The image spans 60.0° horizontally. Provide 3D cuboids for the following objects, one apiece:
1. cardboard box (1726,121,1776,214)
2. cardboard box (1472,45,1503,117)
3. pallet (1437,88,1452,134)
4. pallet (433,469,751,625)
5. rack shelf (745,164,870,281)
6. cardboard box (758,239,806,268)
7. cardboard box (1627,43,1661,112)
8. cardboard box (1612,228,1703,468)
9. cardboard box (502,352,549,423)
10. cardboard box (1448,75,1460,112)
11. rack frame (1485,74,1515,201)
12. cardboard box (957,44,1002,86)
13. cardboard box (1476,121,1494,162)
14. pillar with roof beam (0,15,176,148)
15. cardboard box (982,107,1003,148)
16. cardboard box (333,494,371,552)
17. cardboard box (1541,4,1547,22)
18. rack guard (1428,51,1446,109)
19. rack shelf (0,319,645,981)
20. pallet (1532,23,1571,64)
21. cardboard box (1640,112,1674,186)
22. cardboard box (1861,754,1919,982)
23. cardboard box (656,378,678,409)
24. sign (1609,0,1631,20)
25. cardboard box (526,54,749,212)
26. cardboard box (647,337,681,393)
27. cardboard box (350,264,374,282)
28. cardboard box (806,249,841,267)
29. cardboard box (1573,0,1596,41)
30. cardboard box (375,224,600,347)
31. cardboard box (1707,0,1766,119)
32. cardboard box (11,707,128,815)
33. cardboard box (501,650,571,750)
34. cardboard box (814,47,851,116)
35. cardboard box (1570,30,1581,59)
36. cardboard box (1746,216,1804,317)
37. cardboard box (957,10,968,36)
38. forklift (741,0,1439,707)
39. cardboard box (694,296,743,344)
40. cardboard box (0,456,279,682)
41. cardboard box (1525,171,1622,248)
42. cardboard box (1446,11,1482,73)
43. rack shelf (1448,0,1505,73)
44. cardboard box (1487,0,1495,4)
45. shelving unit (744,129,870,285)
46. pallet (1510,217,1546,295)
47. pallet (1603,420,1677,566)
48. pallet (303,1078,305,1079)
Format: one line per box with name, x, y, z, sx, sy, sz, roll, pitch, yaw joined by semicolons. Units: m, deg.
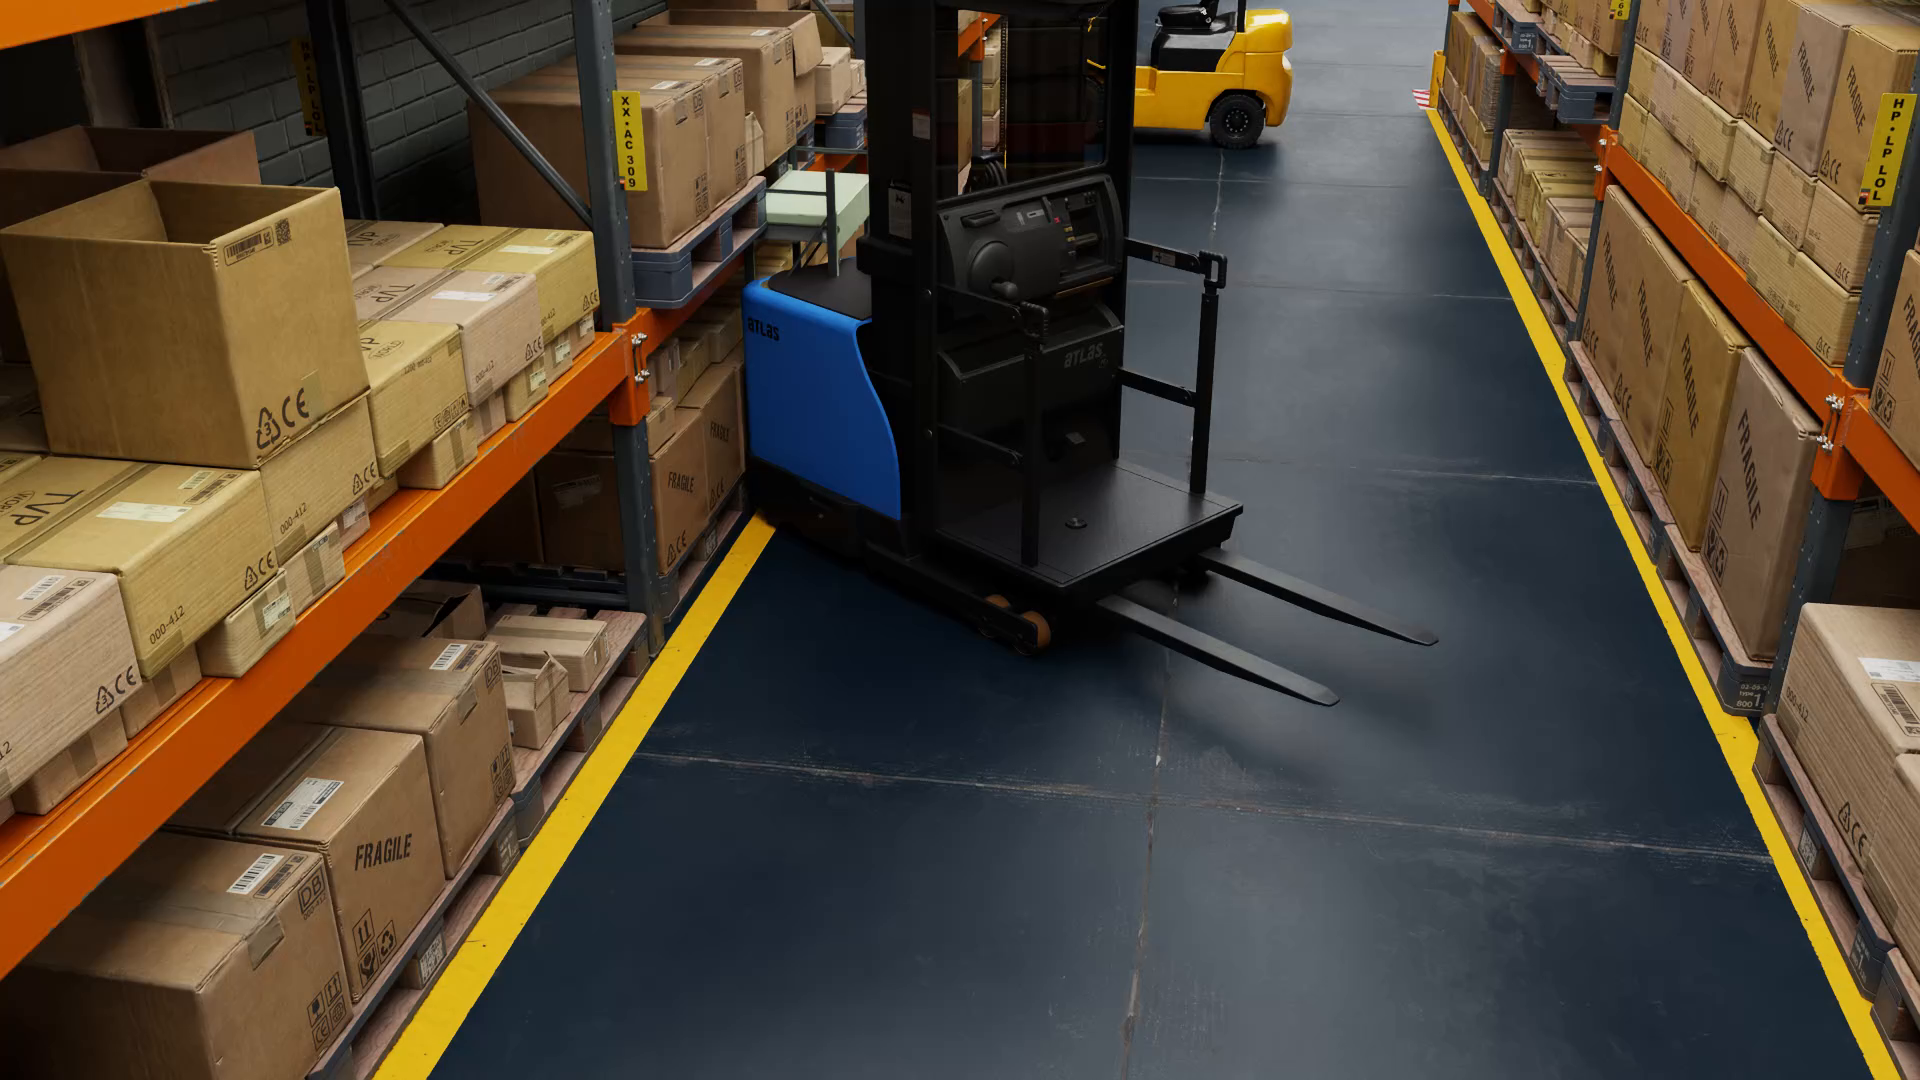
cardboard box;3.248;-1.409;6.308;0.500;0.250;0.500;5;25;10
cardboard box;4.484;-3.732;13.547;0.500;0.500;0.500;4;25;9
pallet;5.044;-4.009;15.566;1.003;0.211;1.213;4;25;9
pallet;-1.539;-0.044;7.096;1.003;0.211;1.213;4;25;9
rack shelf;-0.650;-1.379;7.338;0.431;0.370;0.720;5;27;9
cardboard box;-1.000;-1.435;8.465;0.380;0.149;0.250;5;26;10
cardboard box;3.590;-2.259;8.125;0.500;0.250;0.500;4;25;8
cardboard box;3.572;-0.867;7.575;0.875;0.875;0.875;4;25;9
cardboard box;-1.477;-0.479;5.032;0.380;0.149;0.250;5;25;10
cardboard box;4.729;-4.055;15.122;0.500;0.250;0.500;5;26;10
rack frame;4.570;-3.968;12.189;1.000;3.000;0.127;4;25;9
cardboard box;0.061;-3.889;13.588;0.500;0.250;0.500;4;25;8
cardboard box;4.402;-3.179;13.251;0.500;0.250;0.500;5;26;11
pillar with roof beam;1.610;-3.155;3.375;9.100;9.000;0.400;4;25;9
cardboard box;0.079;-3.435;13.798;0.500;0.250;0.500;4;25;9
cardboard box;-1.707;-0.056;4.127;0.380;0.149;0.250;4;25;8
cardboard box;4.065;-3.503;10.996;0.380;0.149;0.250;4;25;9
rack guard;5.212;-4.477;16.225;1.175;0.500;0.348;4;25;9
rack shelf;-1.961;0.198;4.138;1.077;0.370;4.000;4;25;9
pallet;4.200;-3.039;10.431;1.003;0.211;1.213;4;25;9
cardboard box;3.522;-1.824;7.786;0.500;0.250;0.500;3;25;7
cardboard box;2.909;0.978;4.150;0.875;0.438;0.875;3;25;7
cardboard box;-1.345;-0.569;6.616;0.380;0.149;0.250;3;25;7
sign;3.380;-2.817;8.458;0.100;0.325;0.005;4;25;9
cardboard box;-1.250;-1.603;6.524;0.700;0.500;0.500;4;25;9
cardboard box;-1.318;-0.695;6.533;0.380;0.149;0.250;3;25;6
cardboard box;-2.057;-0.633;4.889;0.500;0.250;0.500;4;25;8
cardboard box;-0.930;-1.295;8.932;0.500;0.500;0.500;4;25;8
cardboard box;3.790;-3.092;9.353;0.500;0.500;0.500;4;25;8
cardboard box;-1.477;-0.801;5.250;0.500;0.250;0.500;5;25;10
cardboard box;3.338;-1.970;6.622;0.500;0.500;0.500;4;25;9
cardboard box;-1.858;0.380;3.196;0.380;0.149;0.250;5;26;10
cardboard box;-1.494;0.486;5.403;0.396;0.266;0.258;5;26;10
cardboard box;-0.834;-2.296;8.299;0.500;0.250;0.500;3;25;6
cardboard box;3.757;-2.855;9.613;0.380;0.149;0.250;3;25;6
cardboard box;3.172;-0.972;5.966;0.500;0.250;0.500;4;25;8
cardboard box;-0.228;-3.803;12.013;0.500;0.250;0.500;4;25;8
forklift;0.433;-1.135;6.217;1.130;2.935;3.031;-22;33;-39
cardboard box;-1.162;-0.998;7.533;0.380;0.149;0.250;5;26;10
cardboard box;-1.787;0.047;3.437;0.500;0.250;0.500;4;25;8
cardboard box;4.261;-2.157;10.924;0.950;0.372;0.625;5;26;10
cardboard box;4.816;-4.597;15.397;0.500;0.500;0.500;3;25;7
rack shelf;4.897;-4.479;14.129;1.077;0.370;4.000;4;25;9
cardboard box;4.485;-4.435;13.483;0.380;0.149;0.250;4;25;8
shelving unit;-0.653;-1.030;7.514;0.431;1.500;0.755;5;27;9
pallet;4.248;-1.868;10.991;1.003;0.211;1.213;4;25;9
pallet;3.512;-0.199;7.426;1.003;0.211;1.213;4;25;9
pallet;-2.147;1.606;3.570;1.003;0.211;1.213;4;25;9
